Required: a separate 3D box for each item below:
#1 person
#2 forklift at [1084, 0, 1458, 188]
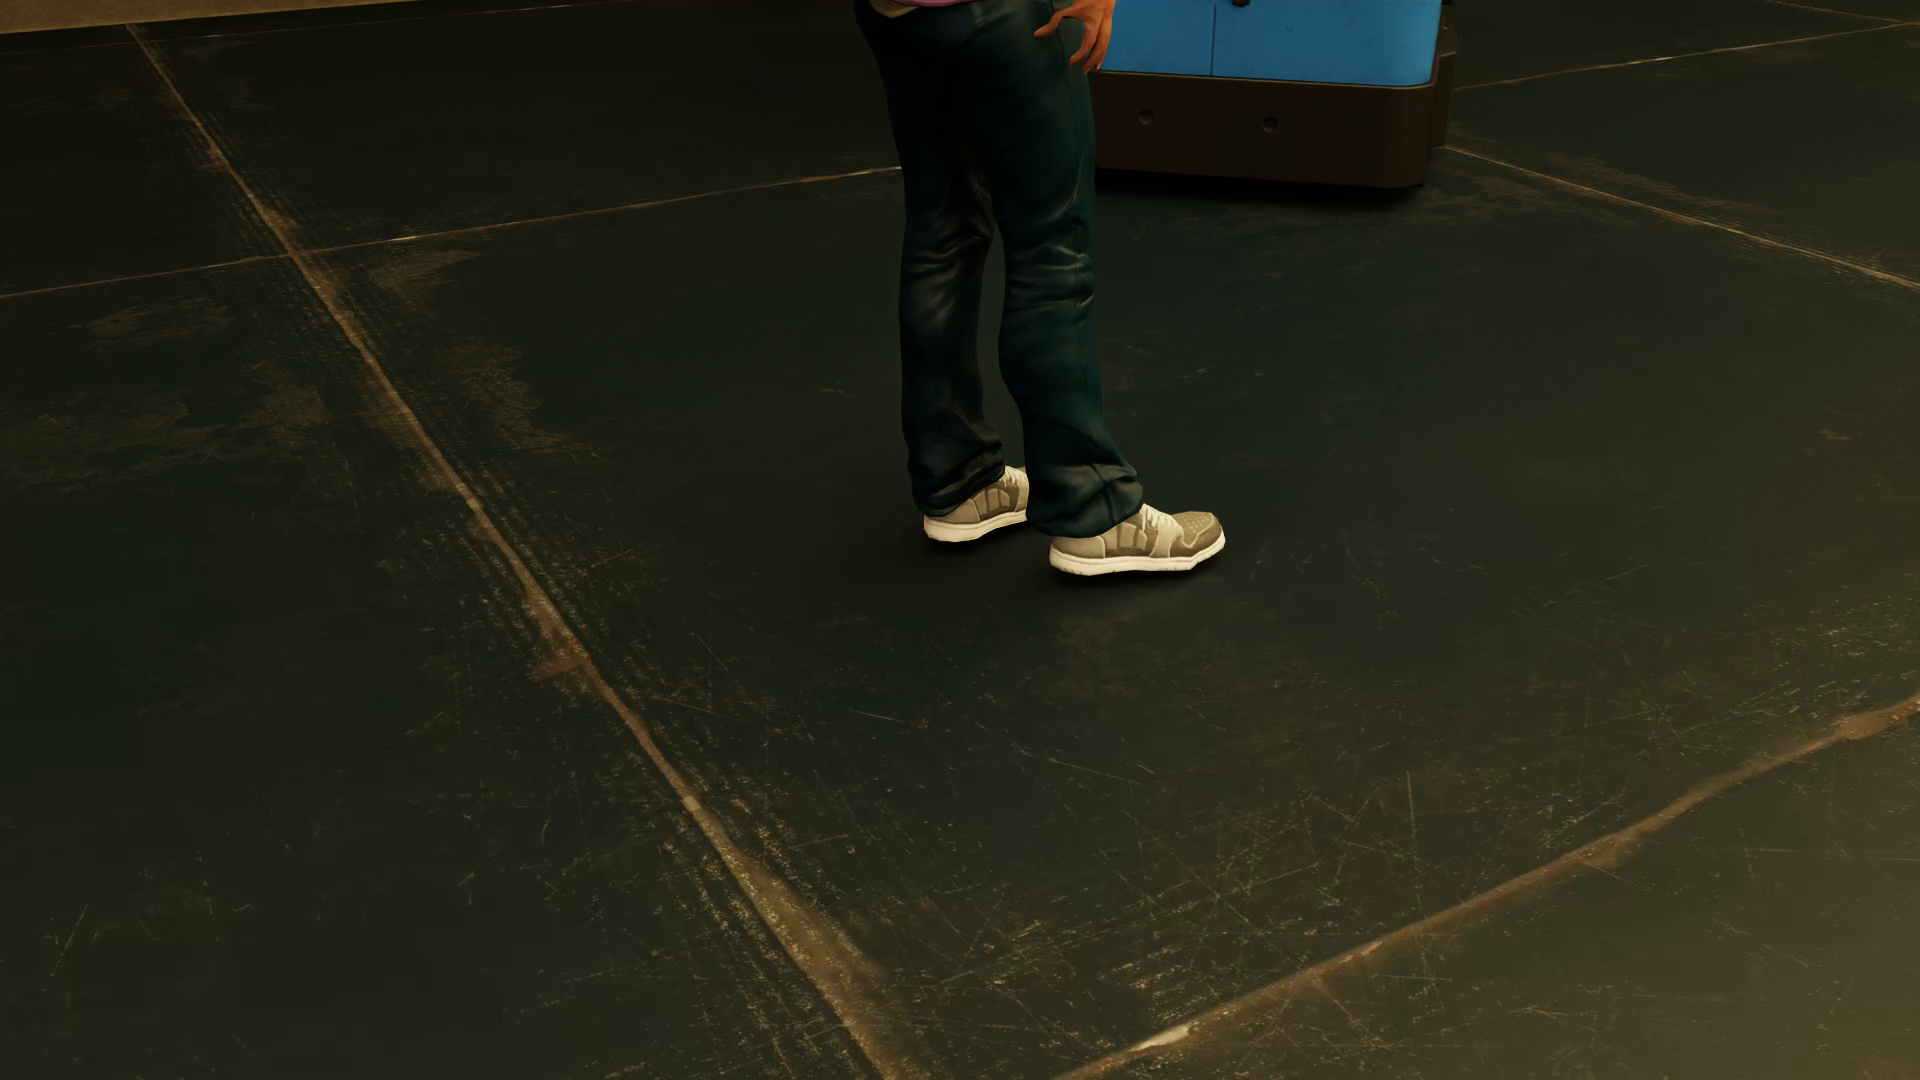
[{"bbox_3d":[0.072,-0.724,2.161,0.473,1.585,0.520,-15,30,-26],"label":"person"},{"bbox_3d":[1.017,-2.803,4.785,1.130,2.935,3.031,7,28,14],"label":"forklift"}]
